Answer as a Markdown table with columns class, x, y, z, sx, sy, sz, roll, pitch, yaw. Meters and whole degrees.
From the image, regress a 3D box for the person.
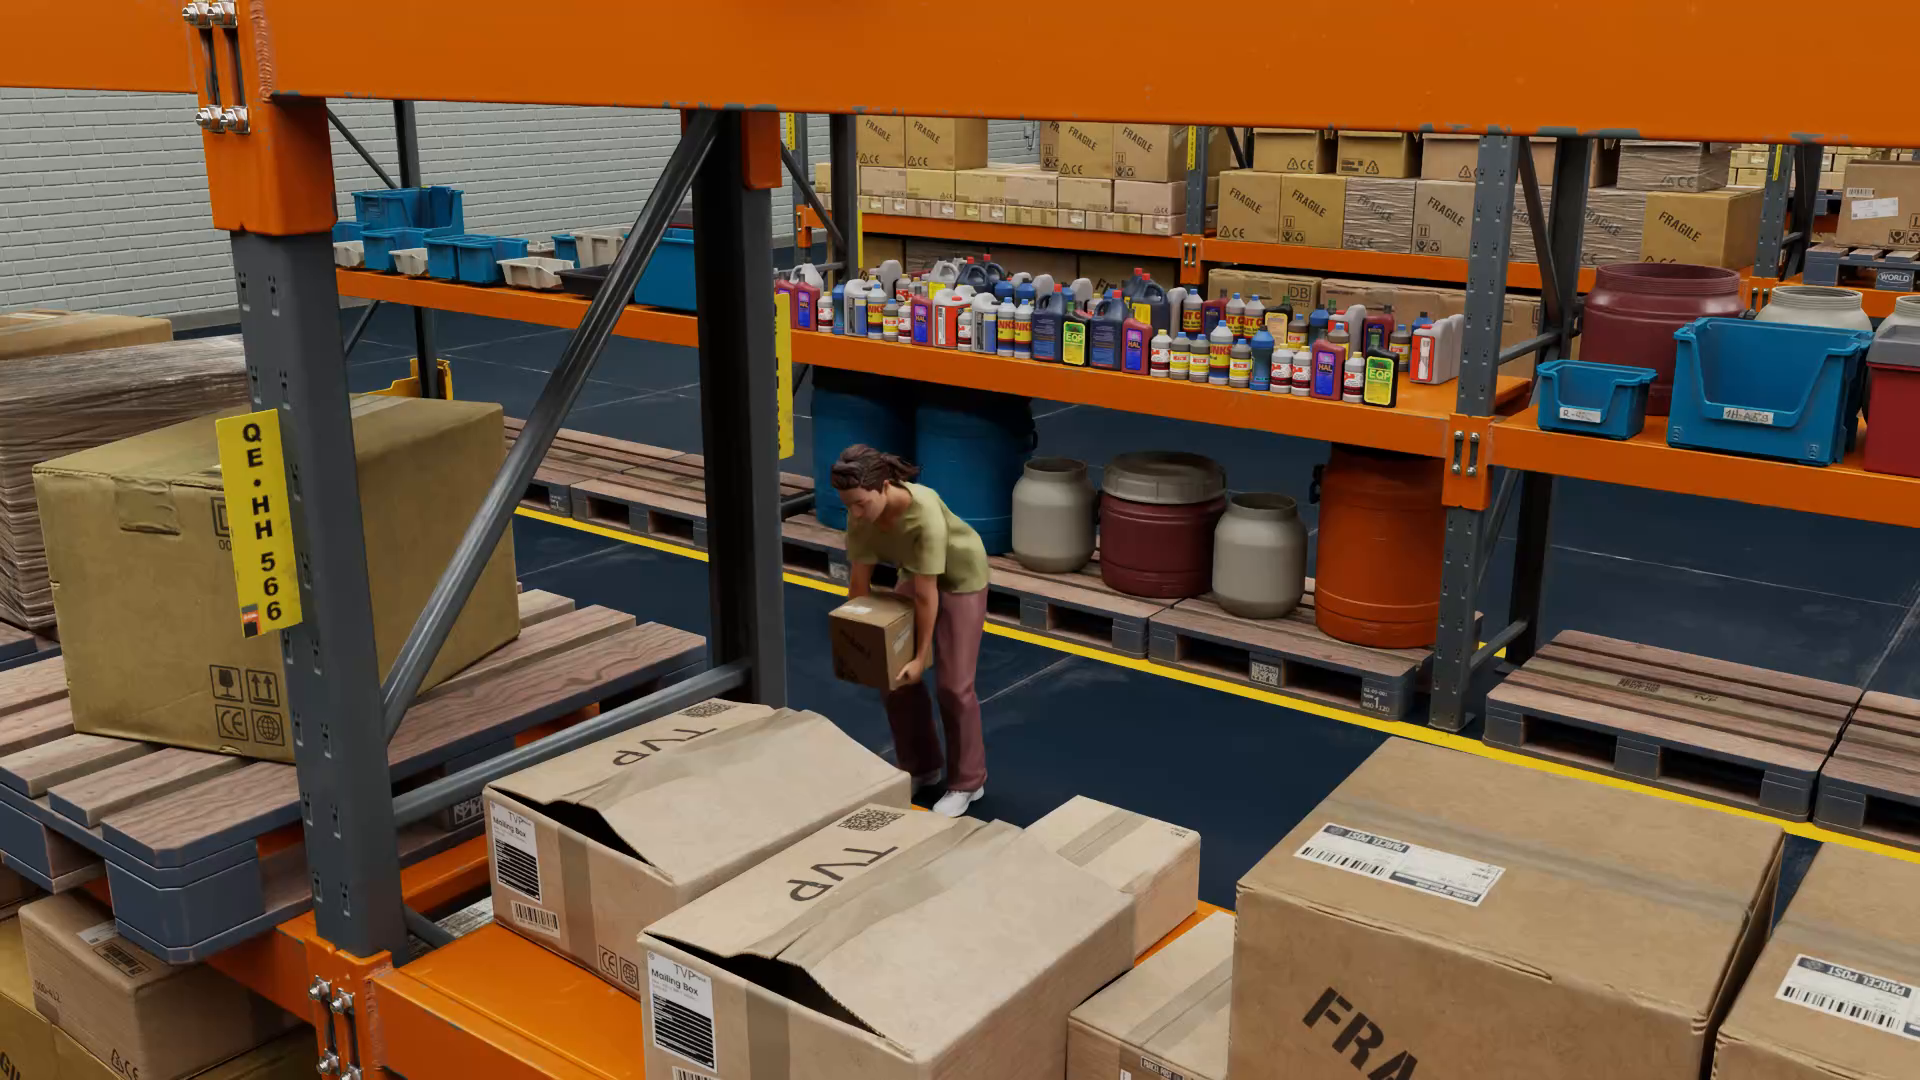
| class | x | y | z | sx | sy | sz | roll | pitch | yaw |
| --- | --- | --- | --- | --- | --- | --- | --- | --- | --- |
| person | -0.189 | 0.318 | 5.889 | 0.406 | 1.445 | 0.731 | 12 | 20 | 34 |
